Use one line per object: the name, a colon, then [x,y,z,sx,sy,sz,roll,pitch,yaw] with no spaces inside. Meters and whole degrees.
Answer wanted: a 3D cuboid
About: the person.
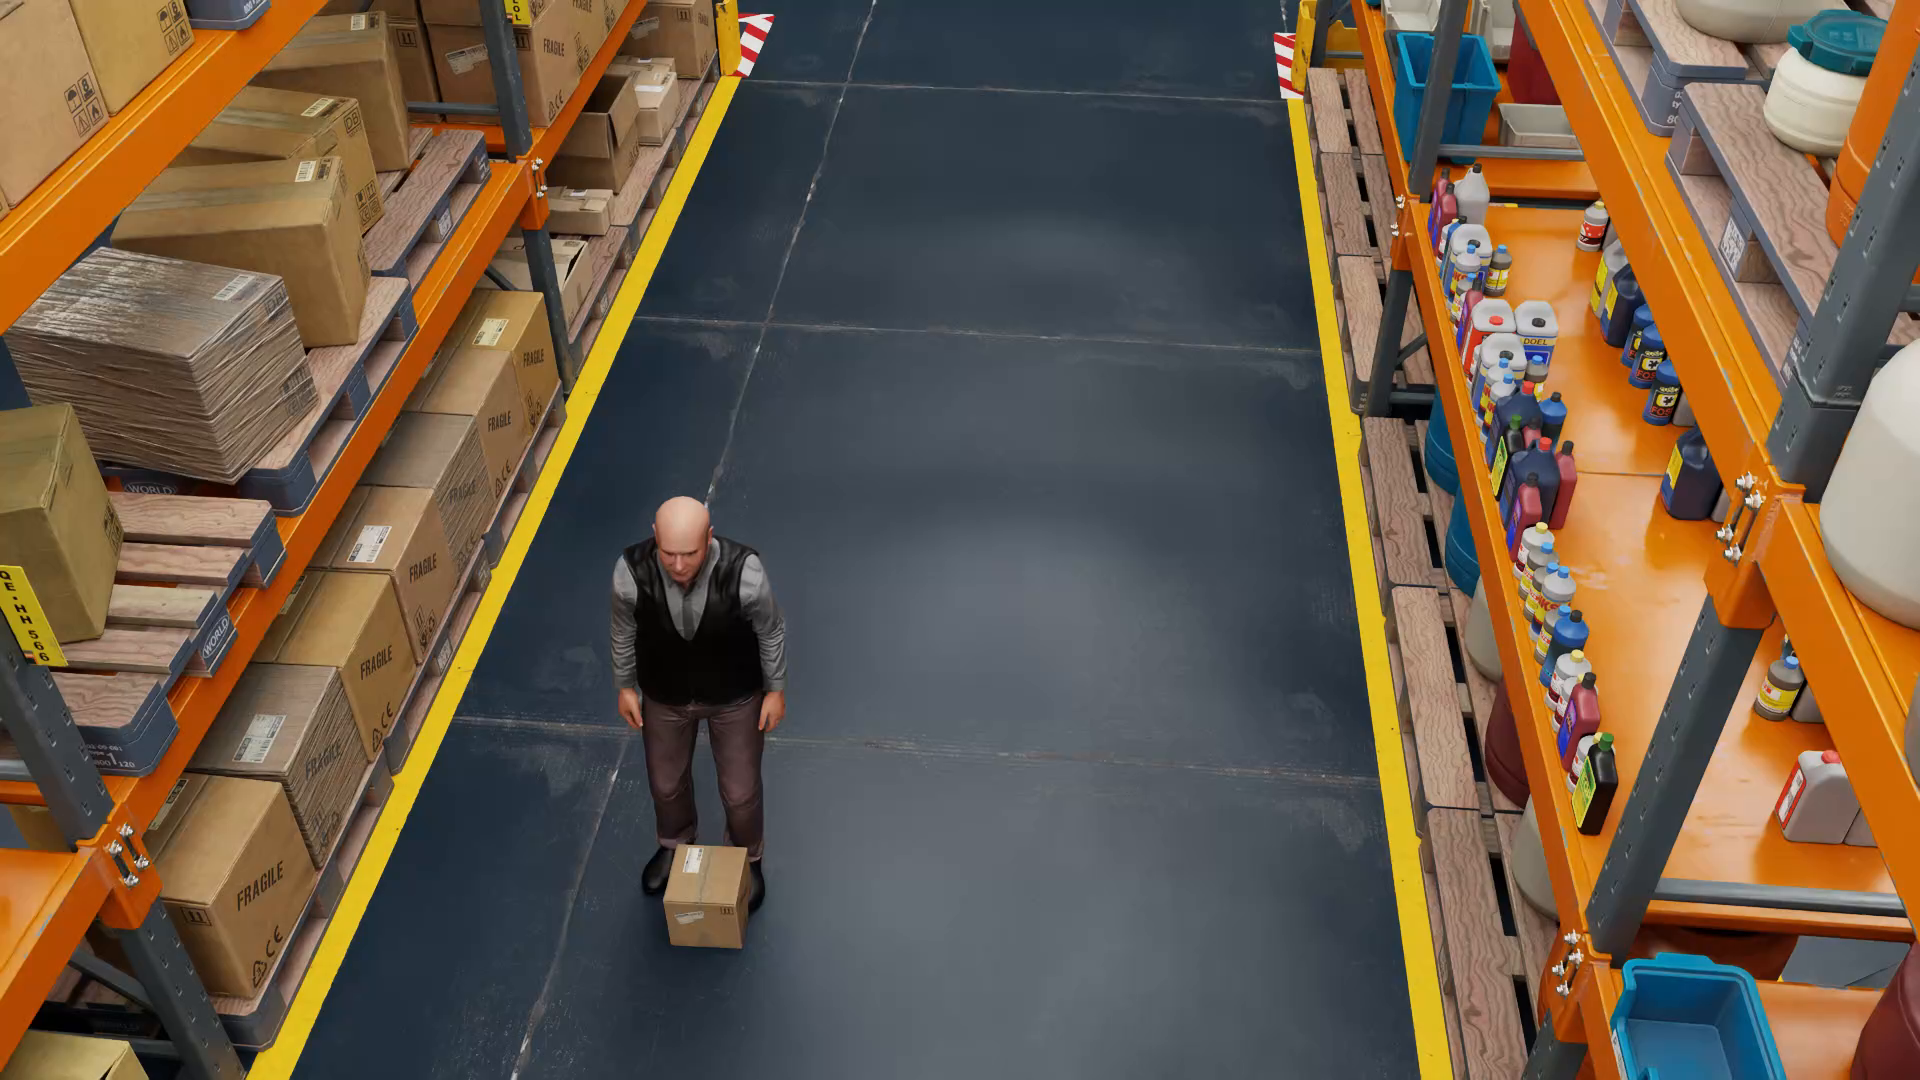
person: [-0.860,0.519,5.552,0.581,1.719,0.475,1,40,2]
